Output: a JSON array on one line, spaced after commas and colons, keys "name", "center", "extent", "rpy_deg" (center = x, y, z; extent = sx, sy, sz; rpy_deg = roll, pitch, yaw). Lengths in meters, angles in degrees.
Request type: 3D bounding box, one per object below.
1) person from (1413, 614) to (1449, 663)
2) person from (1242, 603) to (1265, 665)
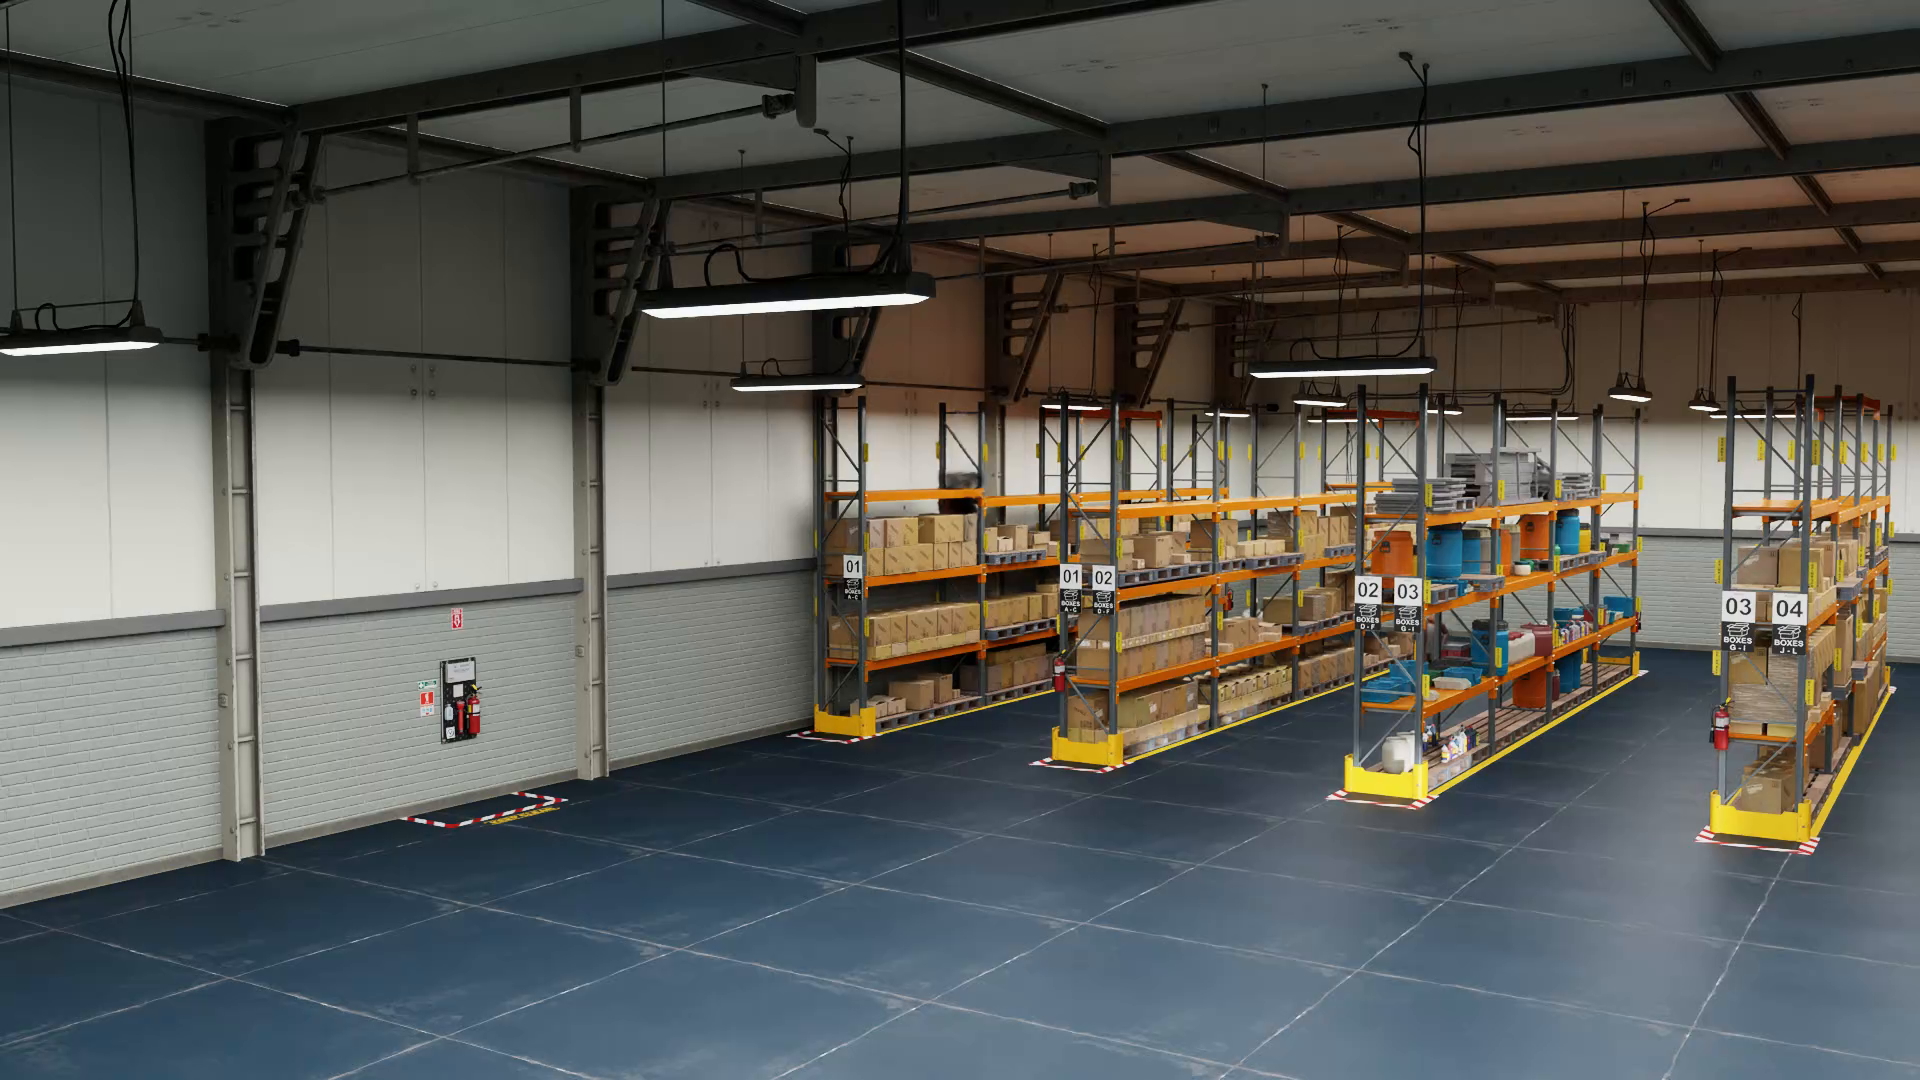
[{"name": "person", "center": [9.618, 2.315, 34.036], "extent": [0.685, 1.793, 0.776], "rpy_deg": [1, 3, 24]}, {"name": "person", "center": [6.545, 2.188, 37.067], "extent": [0.726, 1.752, 0.975], "rpy_deg": [2, 4, 36]}]
